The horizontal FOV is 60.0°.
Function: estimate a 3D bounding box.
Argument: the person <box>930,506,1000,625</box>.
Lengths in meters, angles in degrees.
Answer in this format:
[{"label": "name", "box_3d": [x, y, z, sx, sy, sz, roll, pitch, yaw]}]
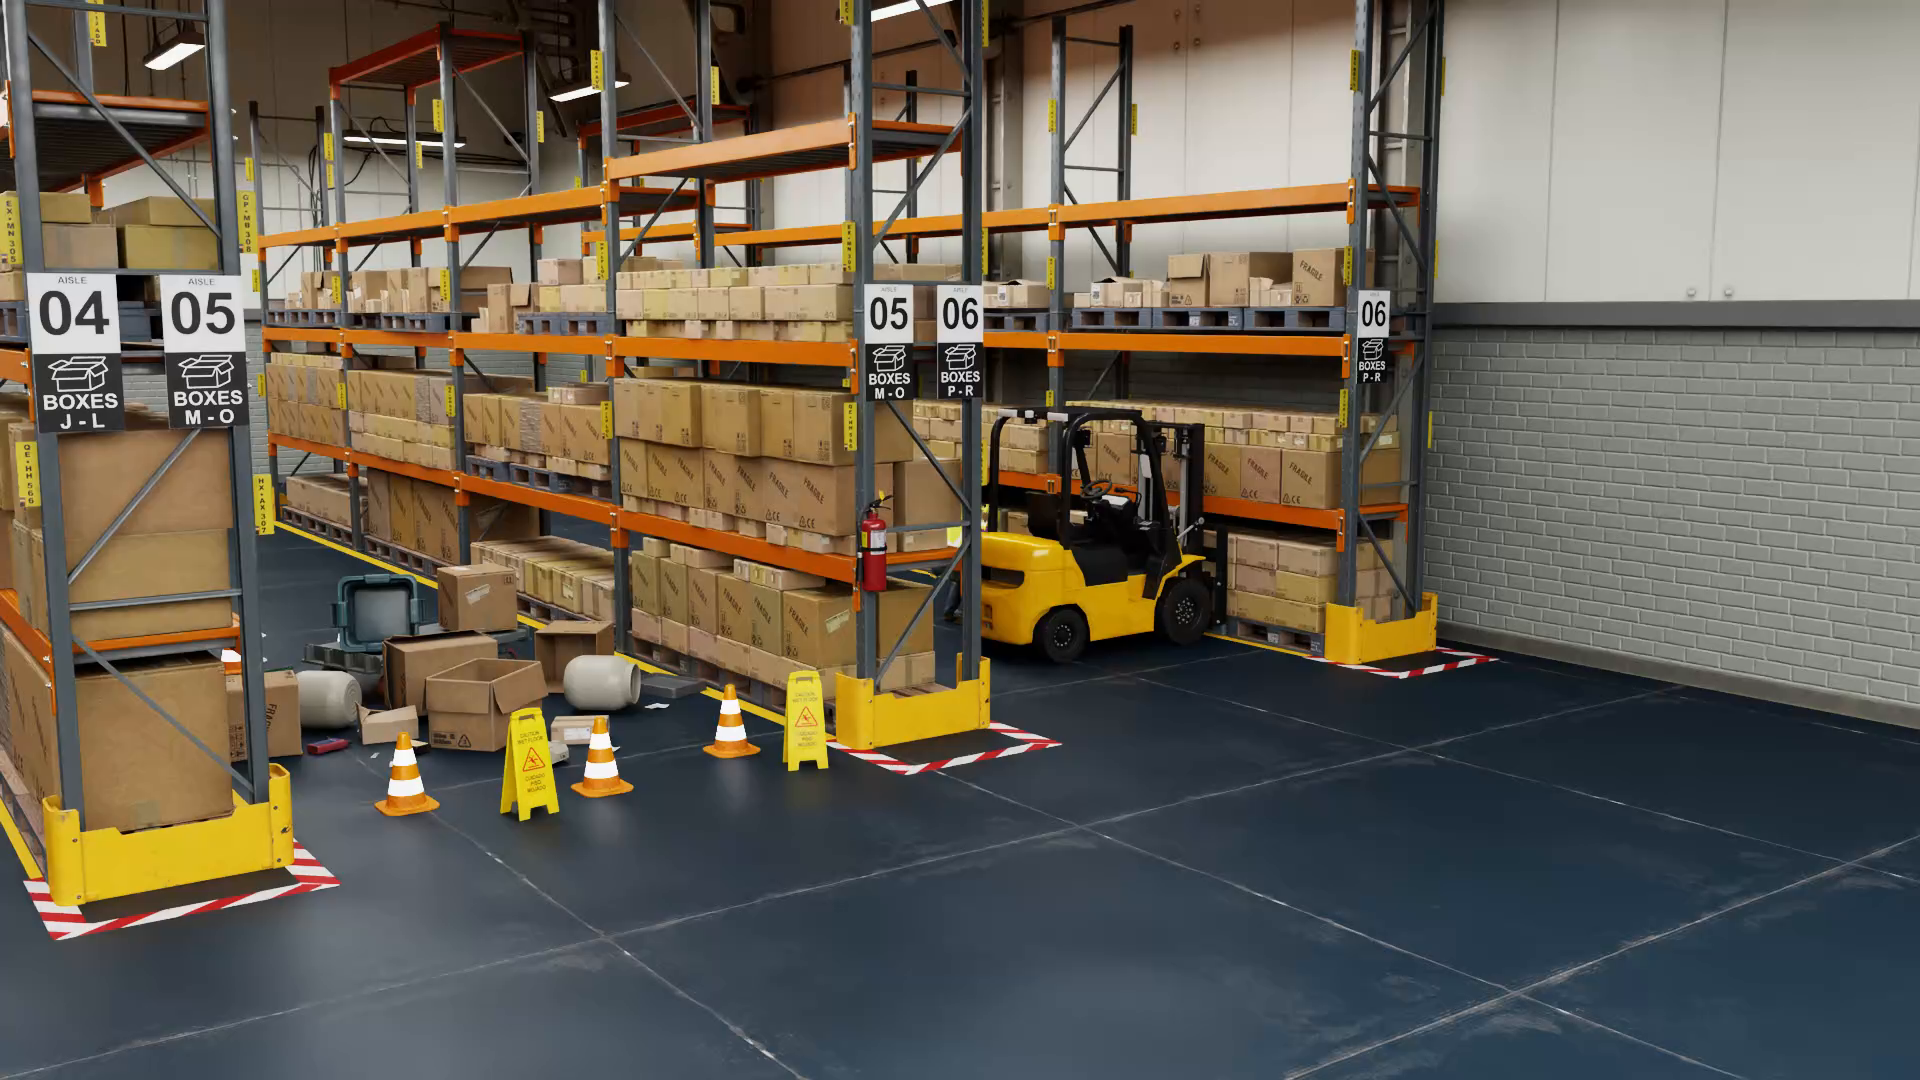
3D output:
[{"label": "person", "box_3d": [0.052, 0.239, 16.401, 0.860, 1.112, 0.603, -6, 10, -36]}]
